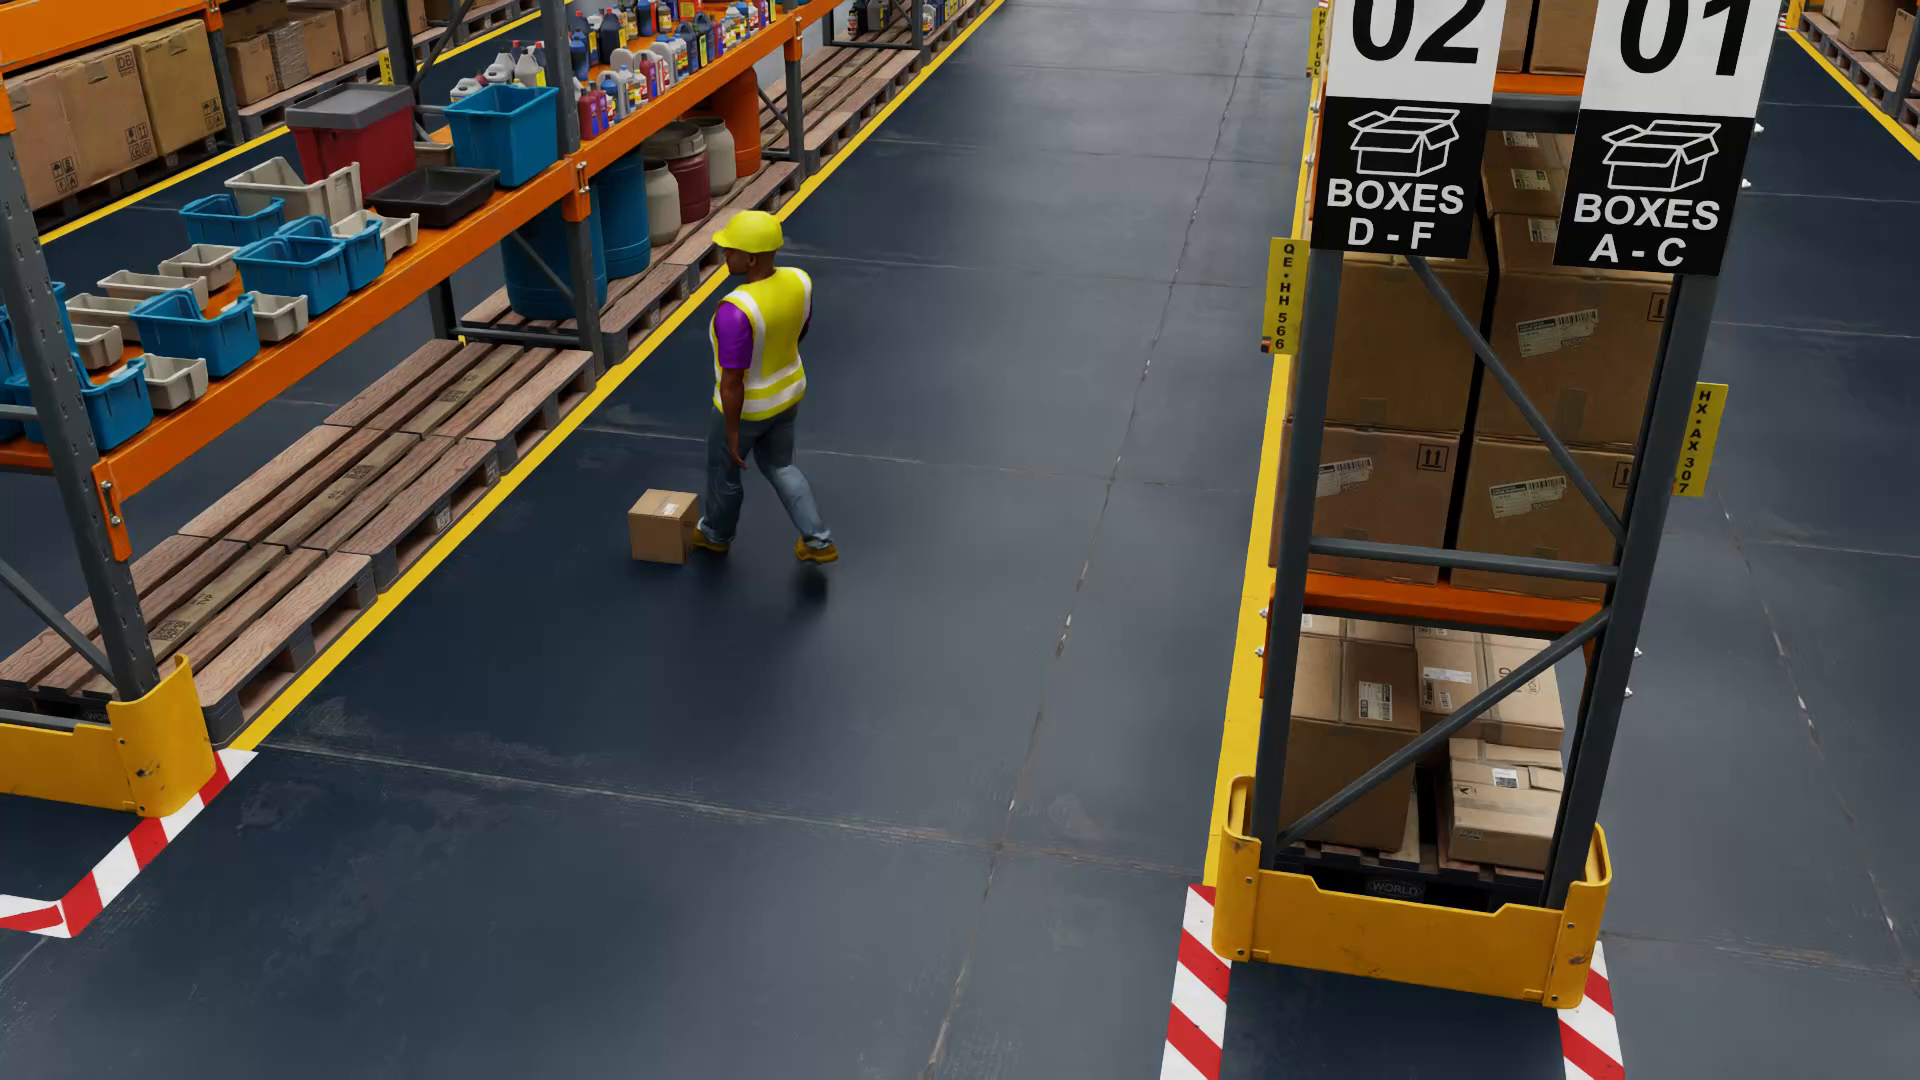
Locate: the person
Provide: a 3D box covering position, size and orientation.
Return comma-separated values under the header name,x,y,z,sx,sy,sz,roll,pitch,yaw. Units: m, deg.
name,x,y,z,sx,sy,sz,roll,pitch,yaw
person,-0.943,-0.657,7.341,0.938,1.720,0.650,20,34,32
